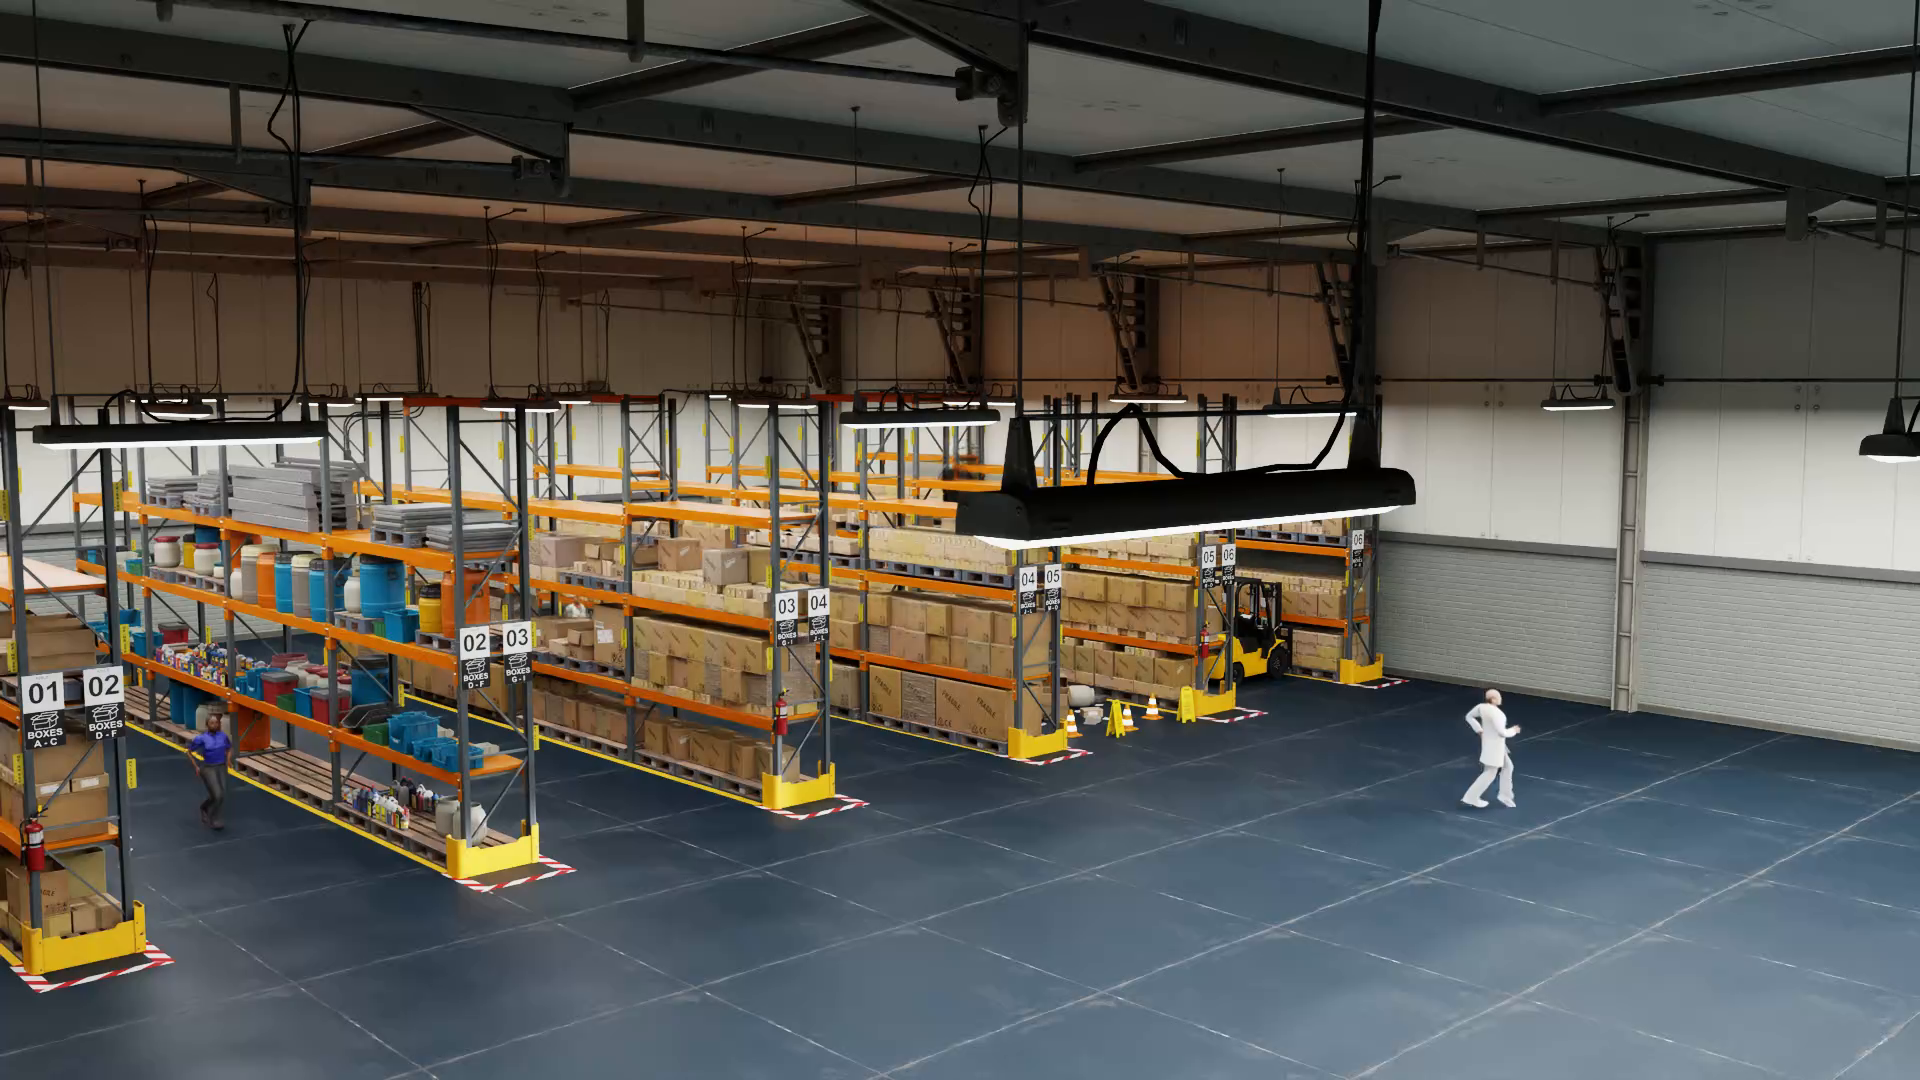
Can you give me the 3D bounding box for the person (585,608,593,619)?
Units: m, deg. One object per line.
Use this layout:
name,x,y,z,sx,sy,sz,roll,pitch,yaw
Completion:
person,-9.440,1.498,41.762,0.681,1.655,0.609,-5,7,-42

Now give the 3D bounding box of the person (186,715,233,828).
person,-10.464,3.266,23.380,0.556,1.609,0.573,4,7,38

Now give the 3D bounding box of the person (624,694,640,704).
person,-6.190,2.396,31.618,0.605,1.751,0.687,5,8,44

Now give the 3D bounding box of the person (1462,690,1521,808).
person,7.834,3.100,24.515,0.875,1.823,0.726,0,6,-1

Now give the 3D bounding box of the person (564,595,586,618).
person,-8.158,2.005,35.499,0.633,1.842,0.743,-5,7,-41
